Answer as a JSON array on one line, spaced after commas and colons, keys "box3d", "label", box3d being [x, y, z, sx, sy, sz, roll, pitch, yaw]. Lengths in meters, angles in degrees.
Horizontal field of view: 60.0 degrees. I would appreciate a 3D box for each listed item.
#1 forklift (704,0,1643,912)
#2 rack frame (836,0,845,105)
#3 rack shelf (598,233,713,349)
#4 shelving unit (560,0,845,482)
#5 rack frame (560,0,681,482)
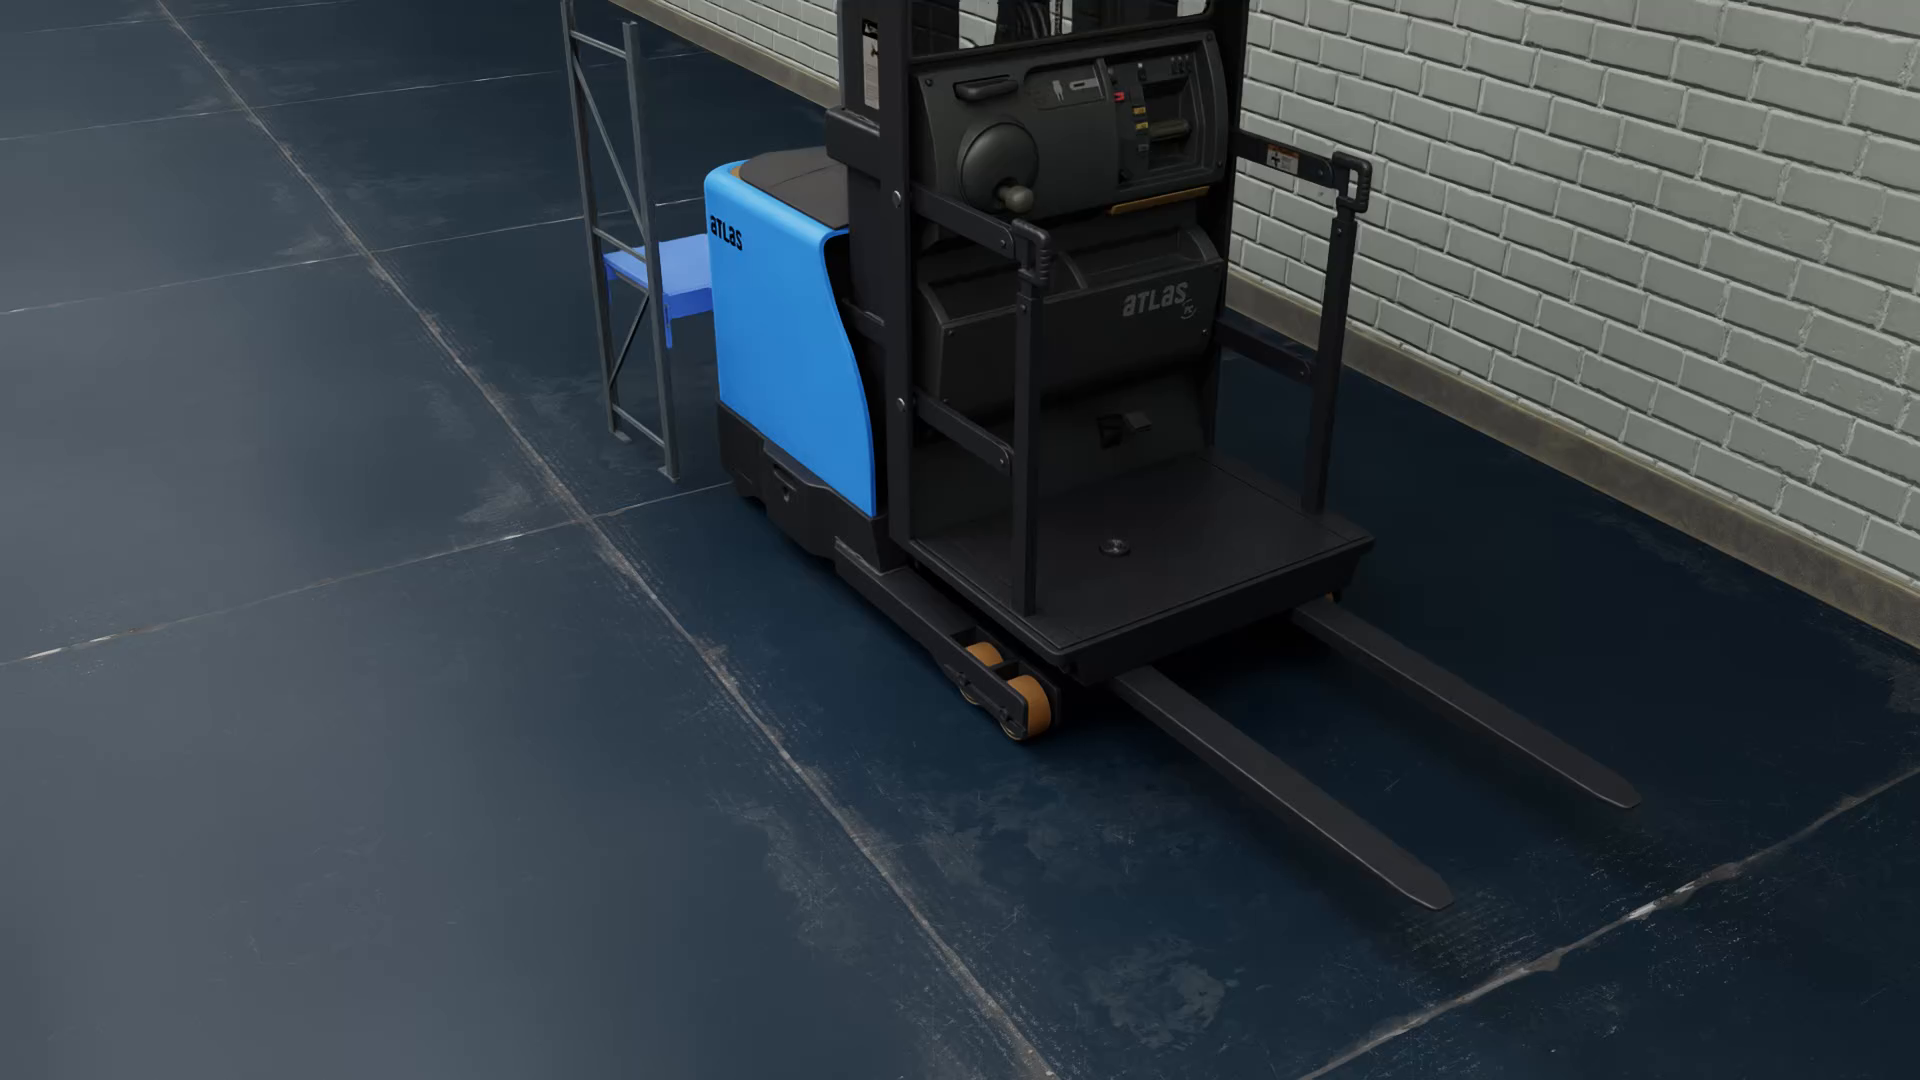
[{"box3d": [0.425, -1.027, 4.077, 1.130, 2.935, 3.031, -18, 33, -29], "label": "forklift"}, {"box3d": [-0.274, -1.239, 5.940, 0.032, 1.500, 0.500, -19, 34, -31], "label": "rack frame"}, {"box3d": [-0.687, -0.939, 5.767, 1.000, 0.185, 0.538, -19, 34, -31], "label": "rack shelf"}, {"box3d": [-0.688, -1.097, 5.681, 1.048, 1.500, 0.538, -19, 34, -31], "label": "shelving unit"}, {"box3d": [-1.101, -0.954, 5.423, 0.032, 1.500, 0.500, -19, 34, -31], "label": "rack frame"}]
